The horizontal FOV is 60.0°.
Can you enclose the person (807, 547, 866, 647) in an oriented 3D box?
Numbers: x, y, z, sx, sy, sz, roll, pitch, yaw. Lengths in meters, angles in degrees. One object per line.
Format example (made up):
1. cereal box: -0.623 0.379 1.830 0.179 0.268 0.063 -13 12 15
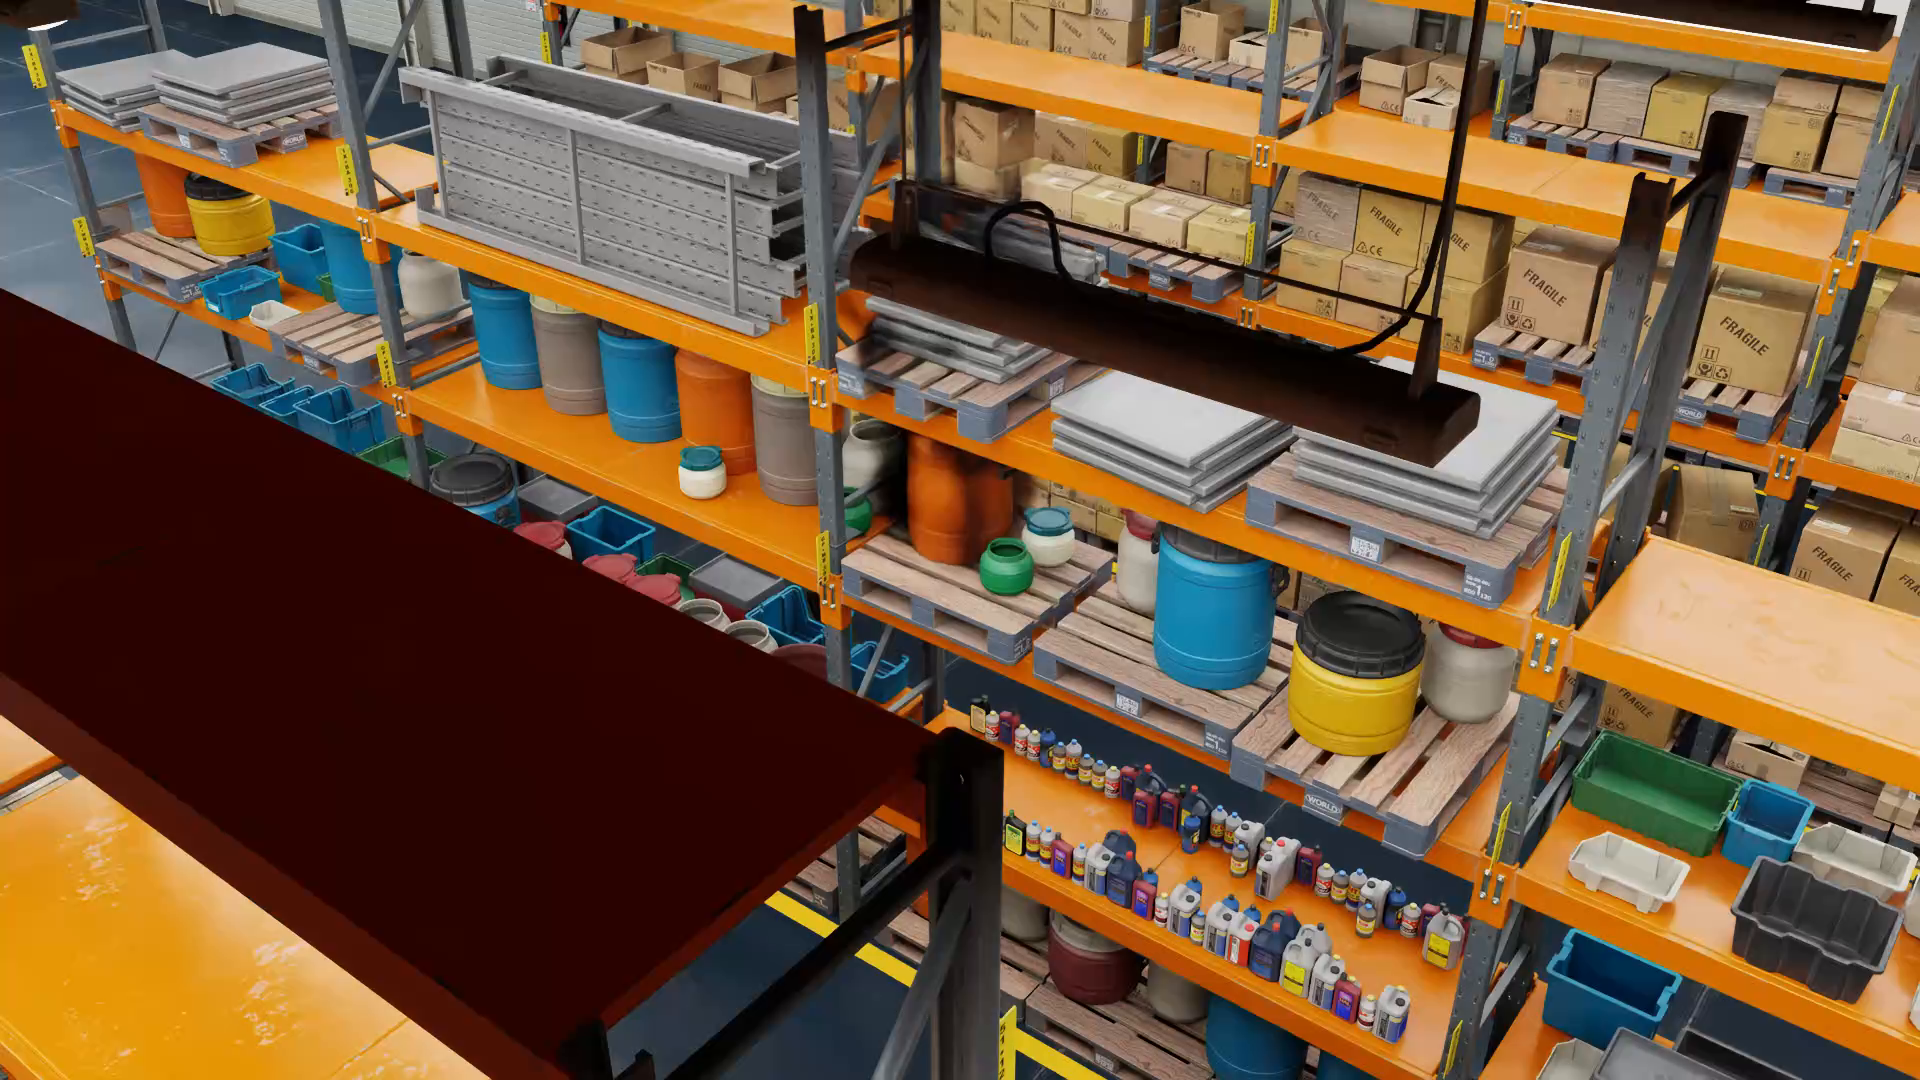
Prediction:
1. person: -0.992 0.312 12.554 0.777 1.876 0.671 15 35 23
